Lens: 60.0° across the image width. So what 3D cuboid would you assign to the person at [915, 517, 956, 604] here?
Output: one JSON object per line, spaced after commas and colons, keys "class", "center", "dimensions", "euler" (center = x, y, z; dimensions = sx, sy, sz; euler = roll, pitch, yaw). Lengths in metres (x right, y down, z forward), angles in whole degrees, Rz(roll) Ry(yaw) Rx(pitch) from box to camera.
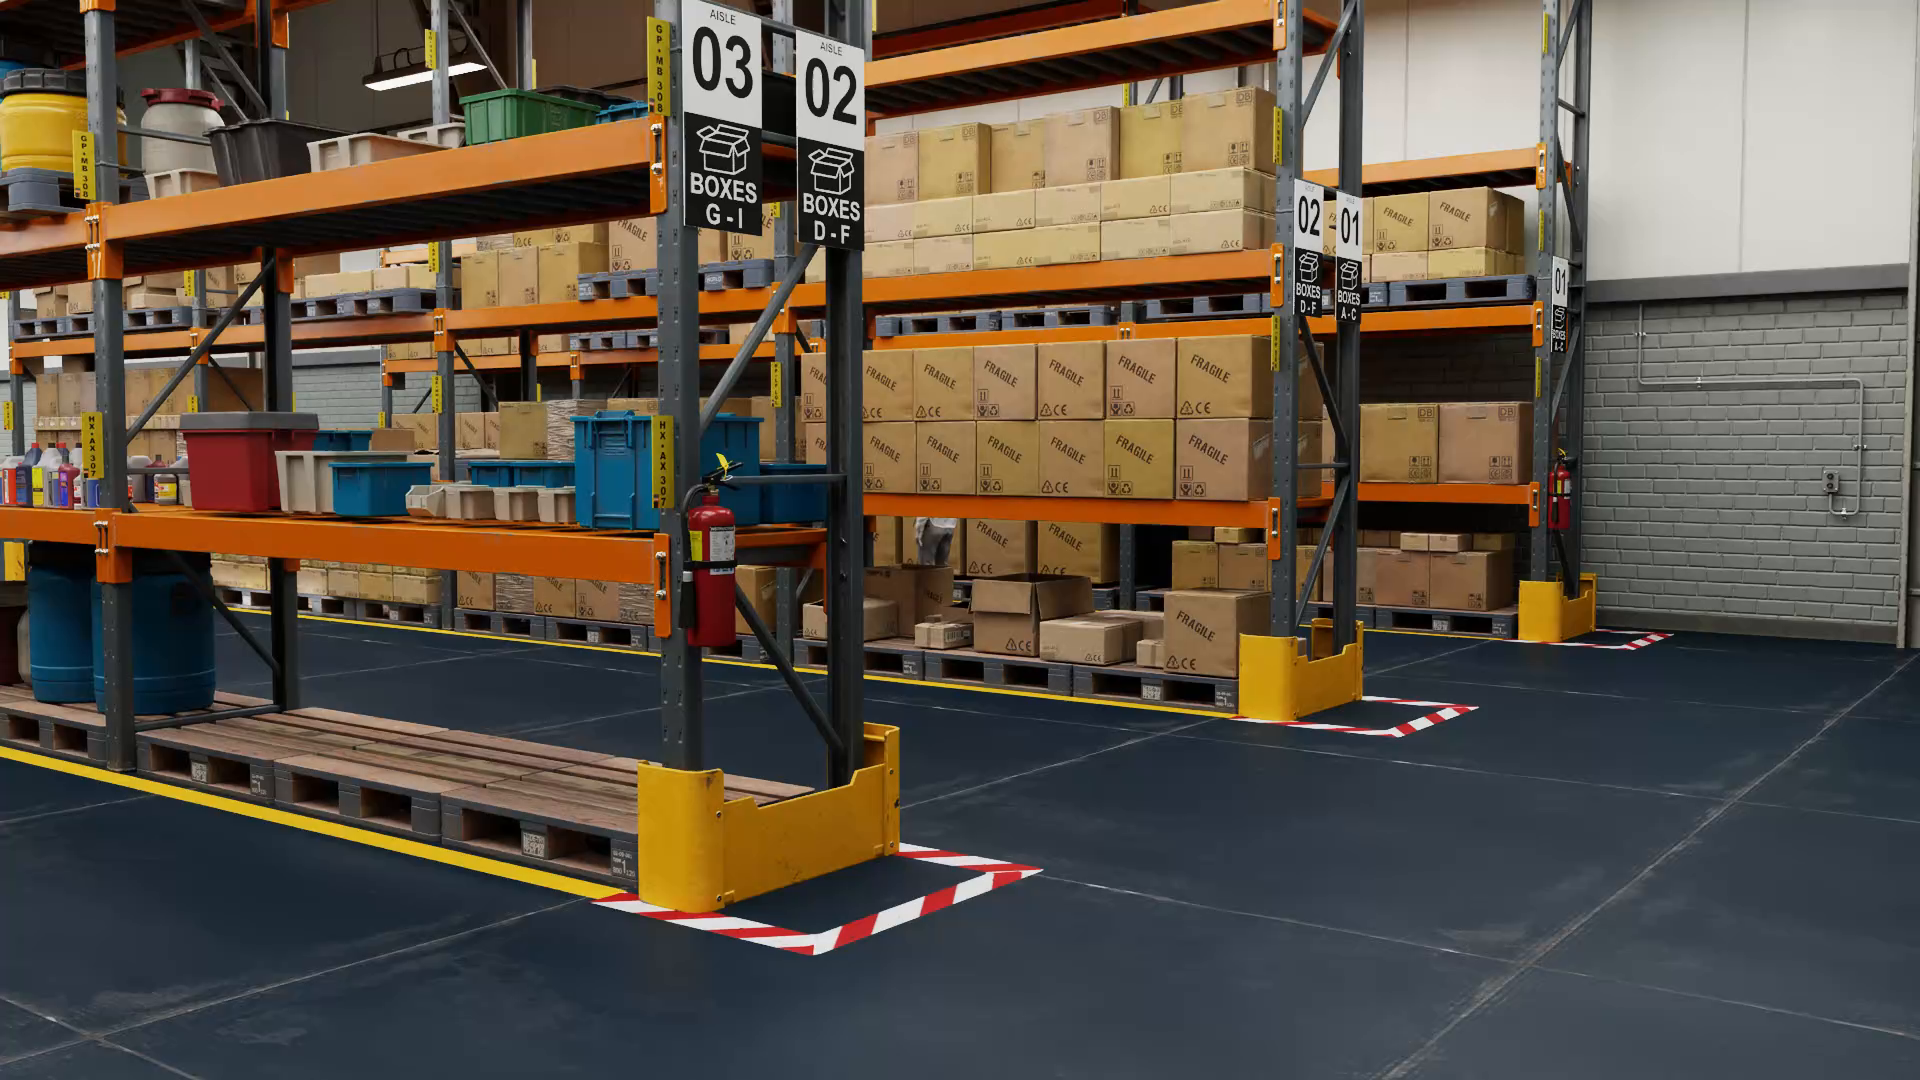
{"class": "person", "center": [-0.260, -0.093, 15.705], "dimensions": [0.412, 1.666, 0.547], "euler": [2, 4, 33]}
